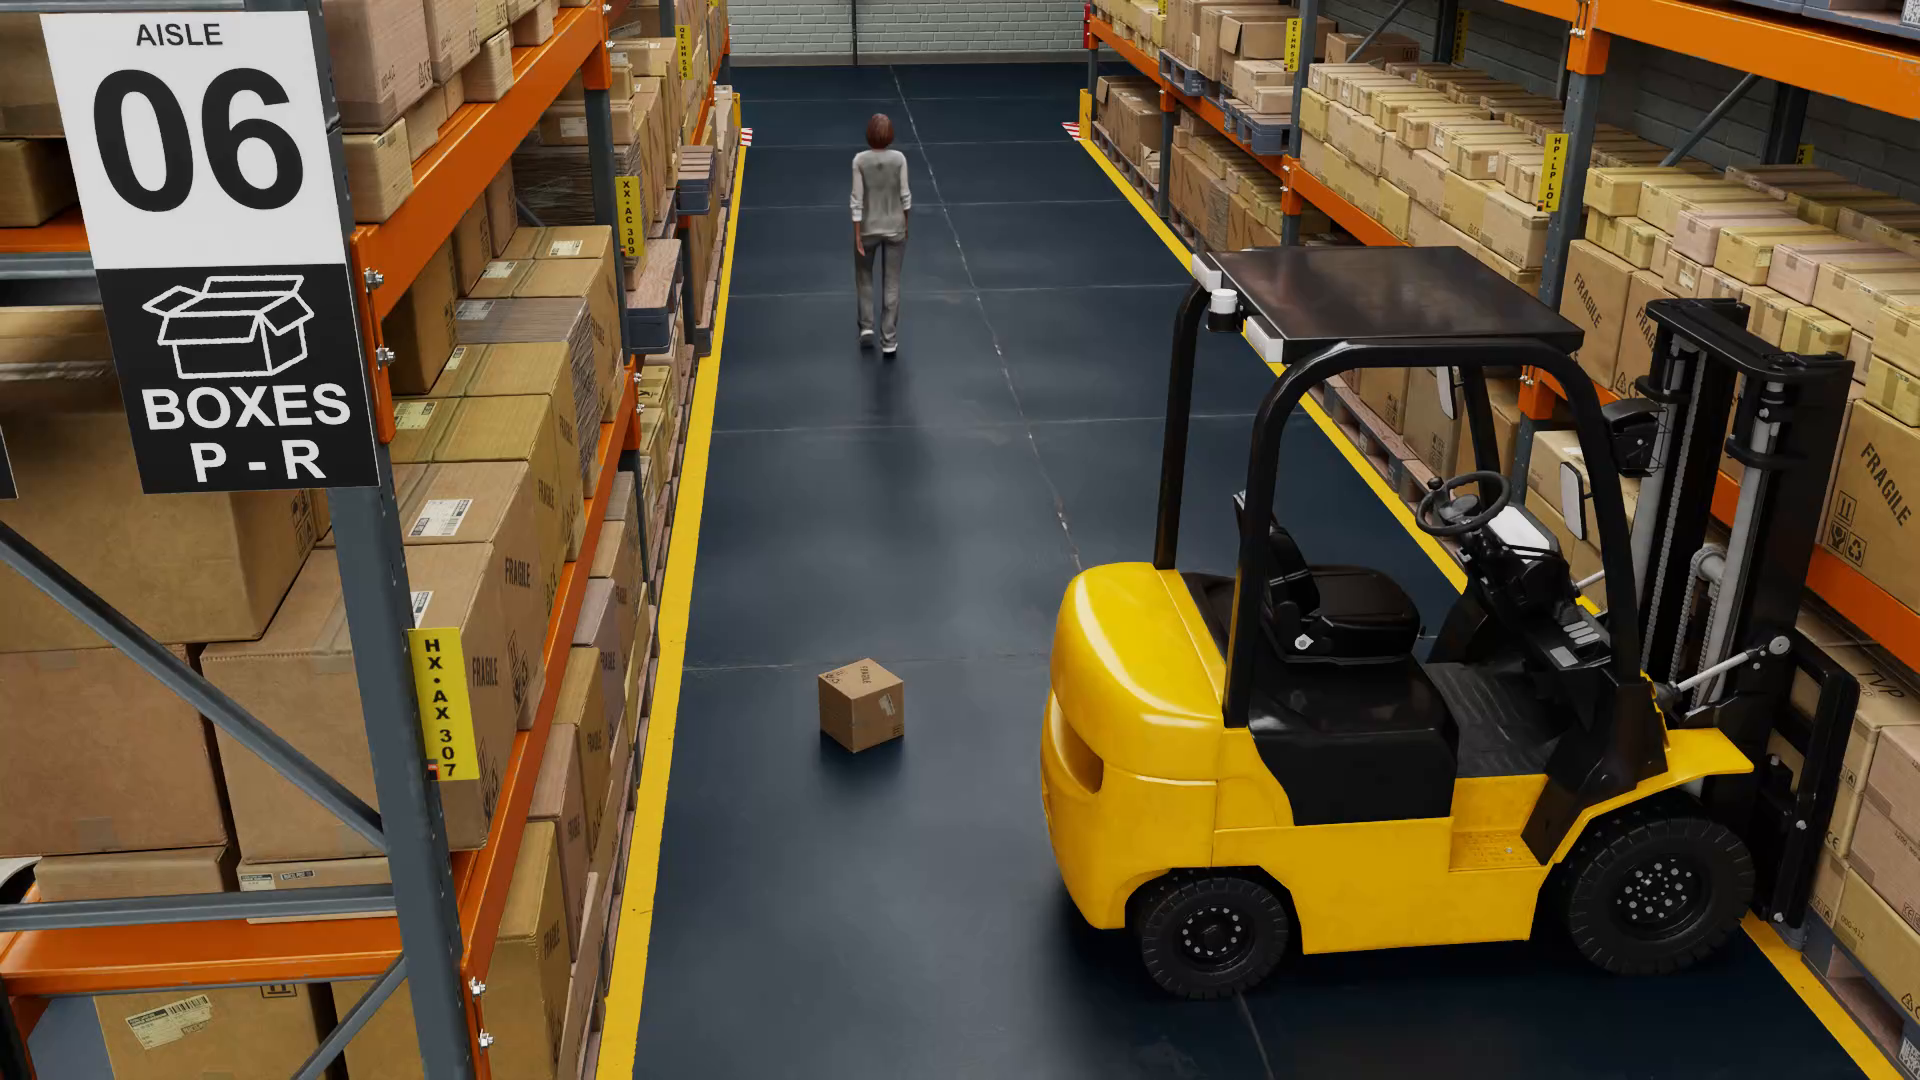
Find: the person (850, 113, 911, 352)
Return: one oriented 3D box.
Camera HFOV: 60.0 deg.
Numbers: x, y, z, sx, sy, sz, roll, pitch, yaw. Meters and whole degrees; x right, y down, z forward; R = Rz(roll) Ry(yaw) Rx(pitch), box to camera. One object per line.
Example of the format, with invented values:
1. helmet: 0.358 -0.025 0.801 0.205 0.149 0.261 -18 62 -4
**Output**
1. person: -0.536 -2.053 11.235 0.414 1.648 0.578 -2 24 -5
